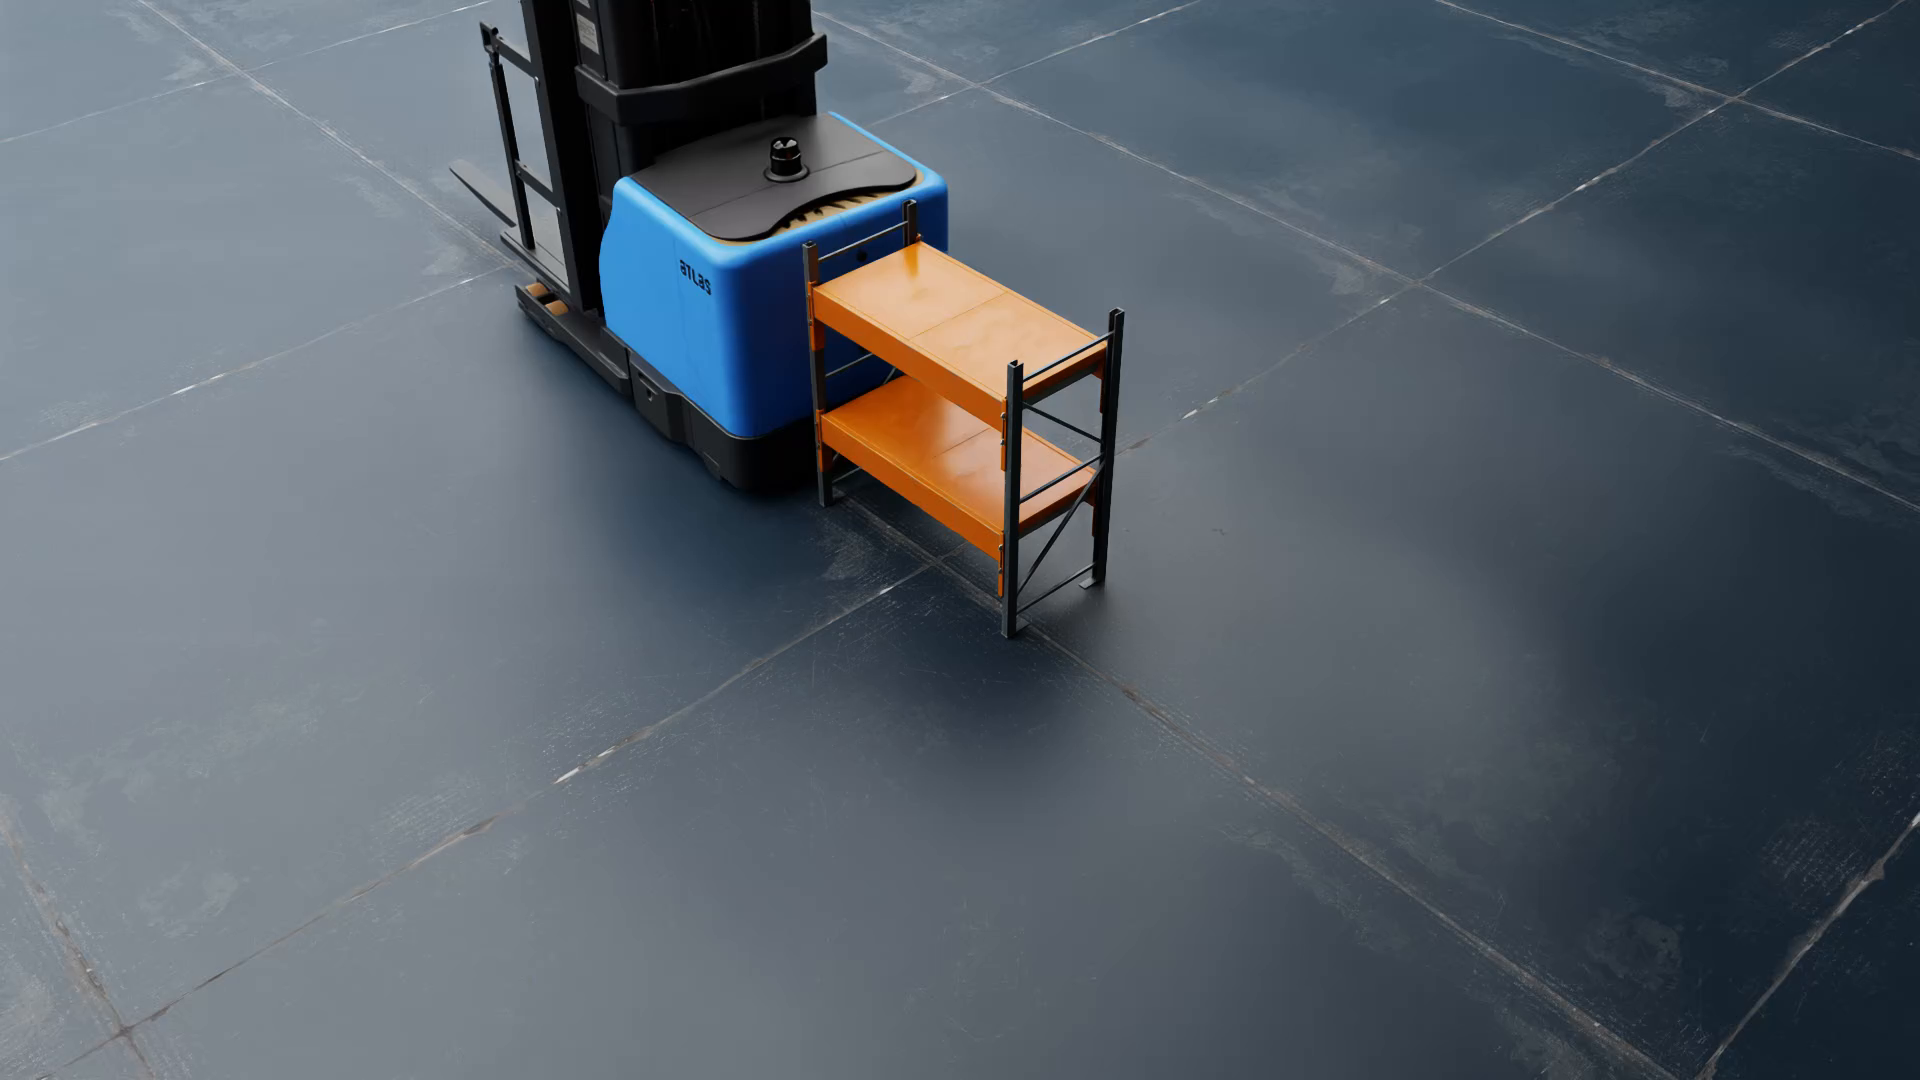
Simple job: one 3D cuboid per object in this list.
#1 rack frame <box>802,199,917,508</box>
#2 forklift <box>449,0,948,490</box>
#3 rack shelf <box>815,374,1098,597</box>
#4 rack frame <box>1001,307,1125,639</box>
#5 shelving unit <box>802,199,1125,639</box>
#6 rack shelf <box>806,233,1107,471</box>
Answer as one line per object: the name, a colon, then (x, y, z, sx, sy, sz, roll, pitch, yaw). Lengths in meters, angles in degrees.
rack frame: (-0.348, -0.676, 6.192, 0.500, 1.125, 0.032, -30, 48, -32)
forklift: (-1.329, -2.200, 6.641, 1.130, 2.935, 3.031, -26, 46, -28)
rack shelf: (-0.005, -0.251, 6.054, 0.538, 0.278, 1.000, -30, 48, -32)
rack frame: (0.339, -0.205, 5.609, 0.500, 1.125, 0.032, -30, 48, -32)
shelving unit: (-0.005, -0.441, 5.900, 0.538, 1.125, 1.048, -30, 48, -32)
rack shelf: (-0.005, -0.668, 5.717, 0.538, 0.278, 1.000, -30, 48, -32)
